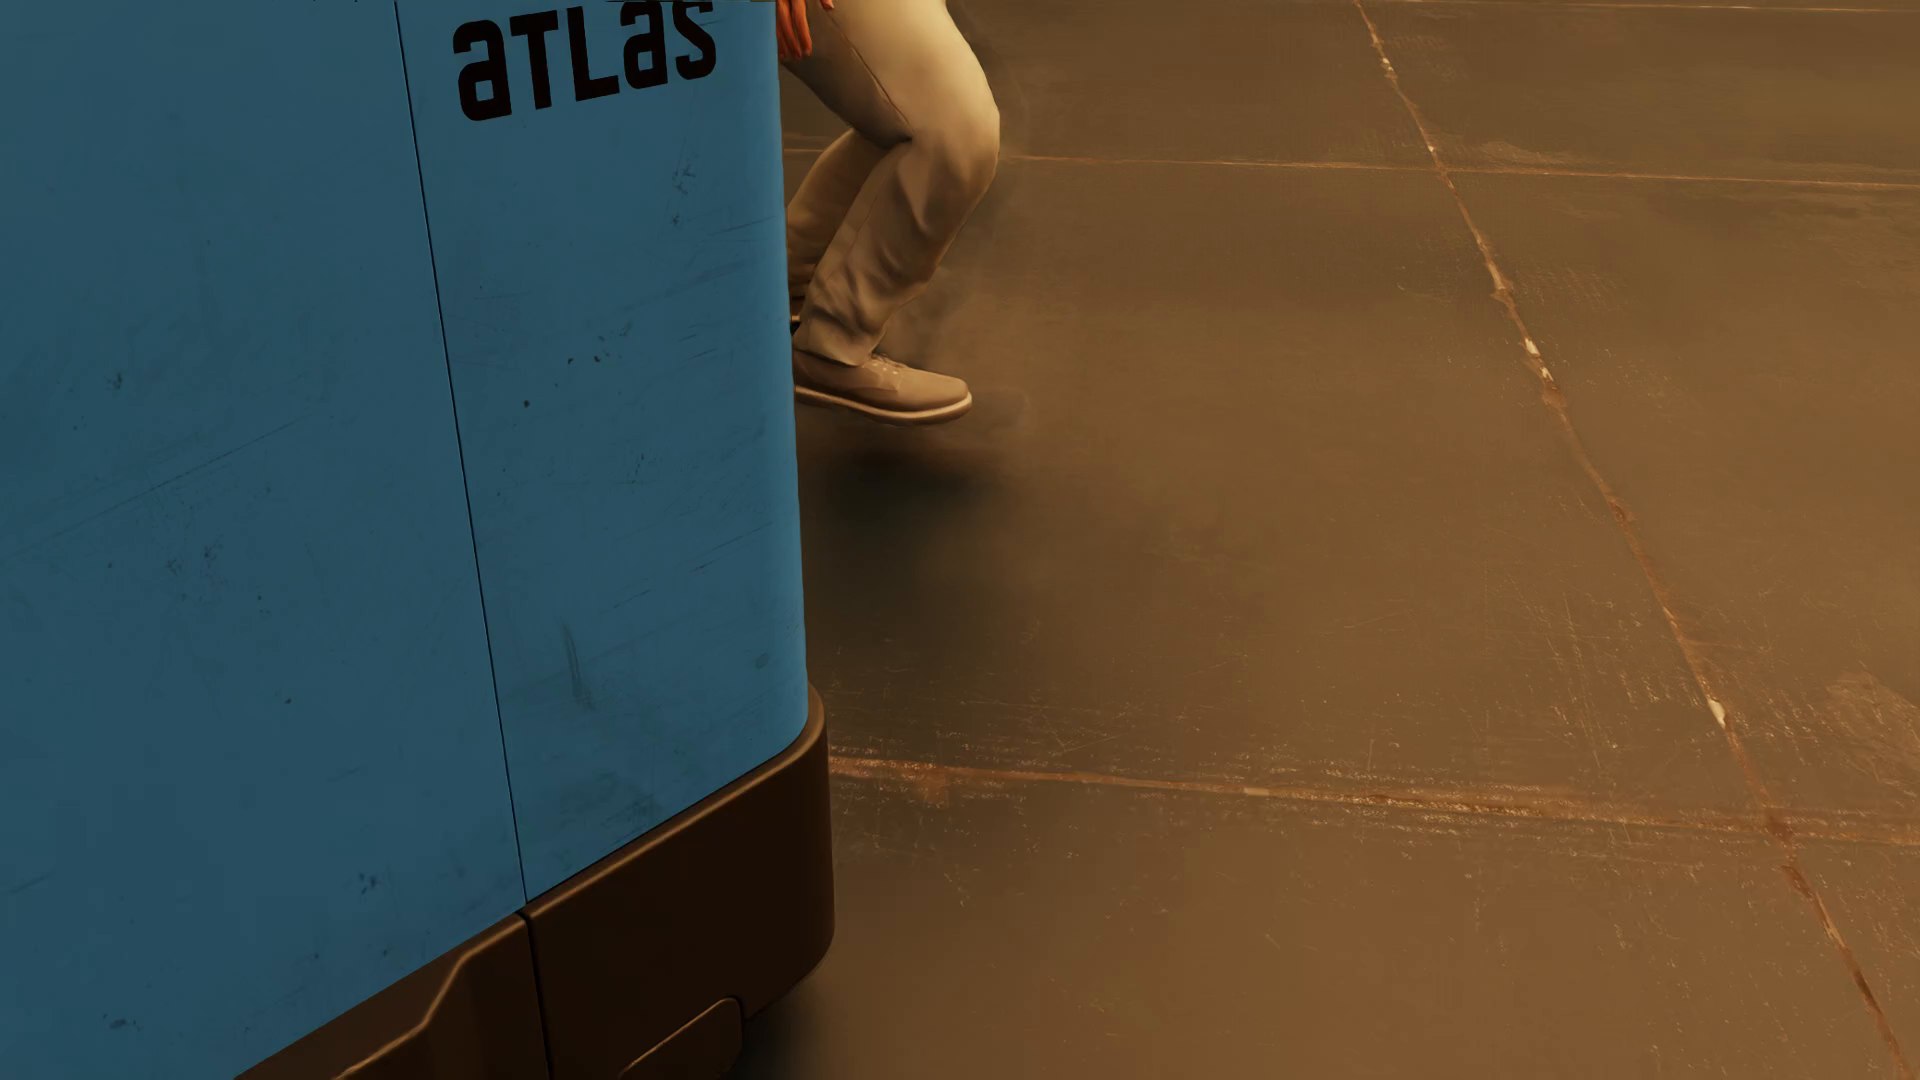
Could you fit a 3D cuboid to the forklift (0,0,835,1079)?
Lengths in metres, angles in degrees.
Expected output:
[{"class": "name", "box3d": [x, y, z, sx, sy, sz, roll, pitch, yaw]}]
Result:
[{"class": "forklift", "box3d": [-1.456, -0.516, 0.251, 1.130, 2.935, 3.031, 21, 33, 35]}]

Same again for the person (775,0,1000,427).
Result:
[{"class": "person", "box3d": [-0.178, -1.023, 2.785, 0.671, 1.631, 0.972, 7, 27, 14]}]
